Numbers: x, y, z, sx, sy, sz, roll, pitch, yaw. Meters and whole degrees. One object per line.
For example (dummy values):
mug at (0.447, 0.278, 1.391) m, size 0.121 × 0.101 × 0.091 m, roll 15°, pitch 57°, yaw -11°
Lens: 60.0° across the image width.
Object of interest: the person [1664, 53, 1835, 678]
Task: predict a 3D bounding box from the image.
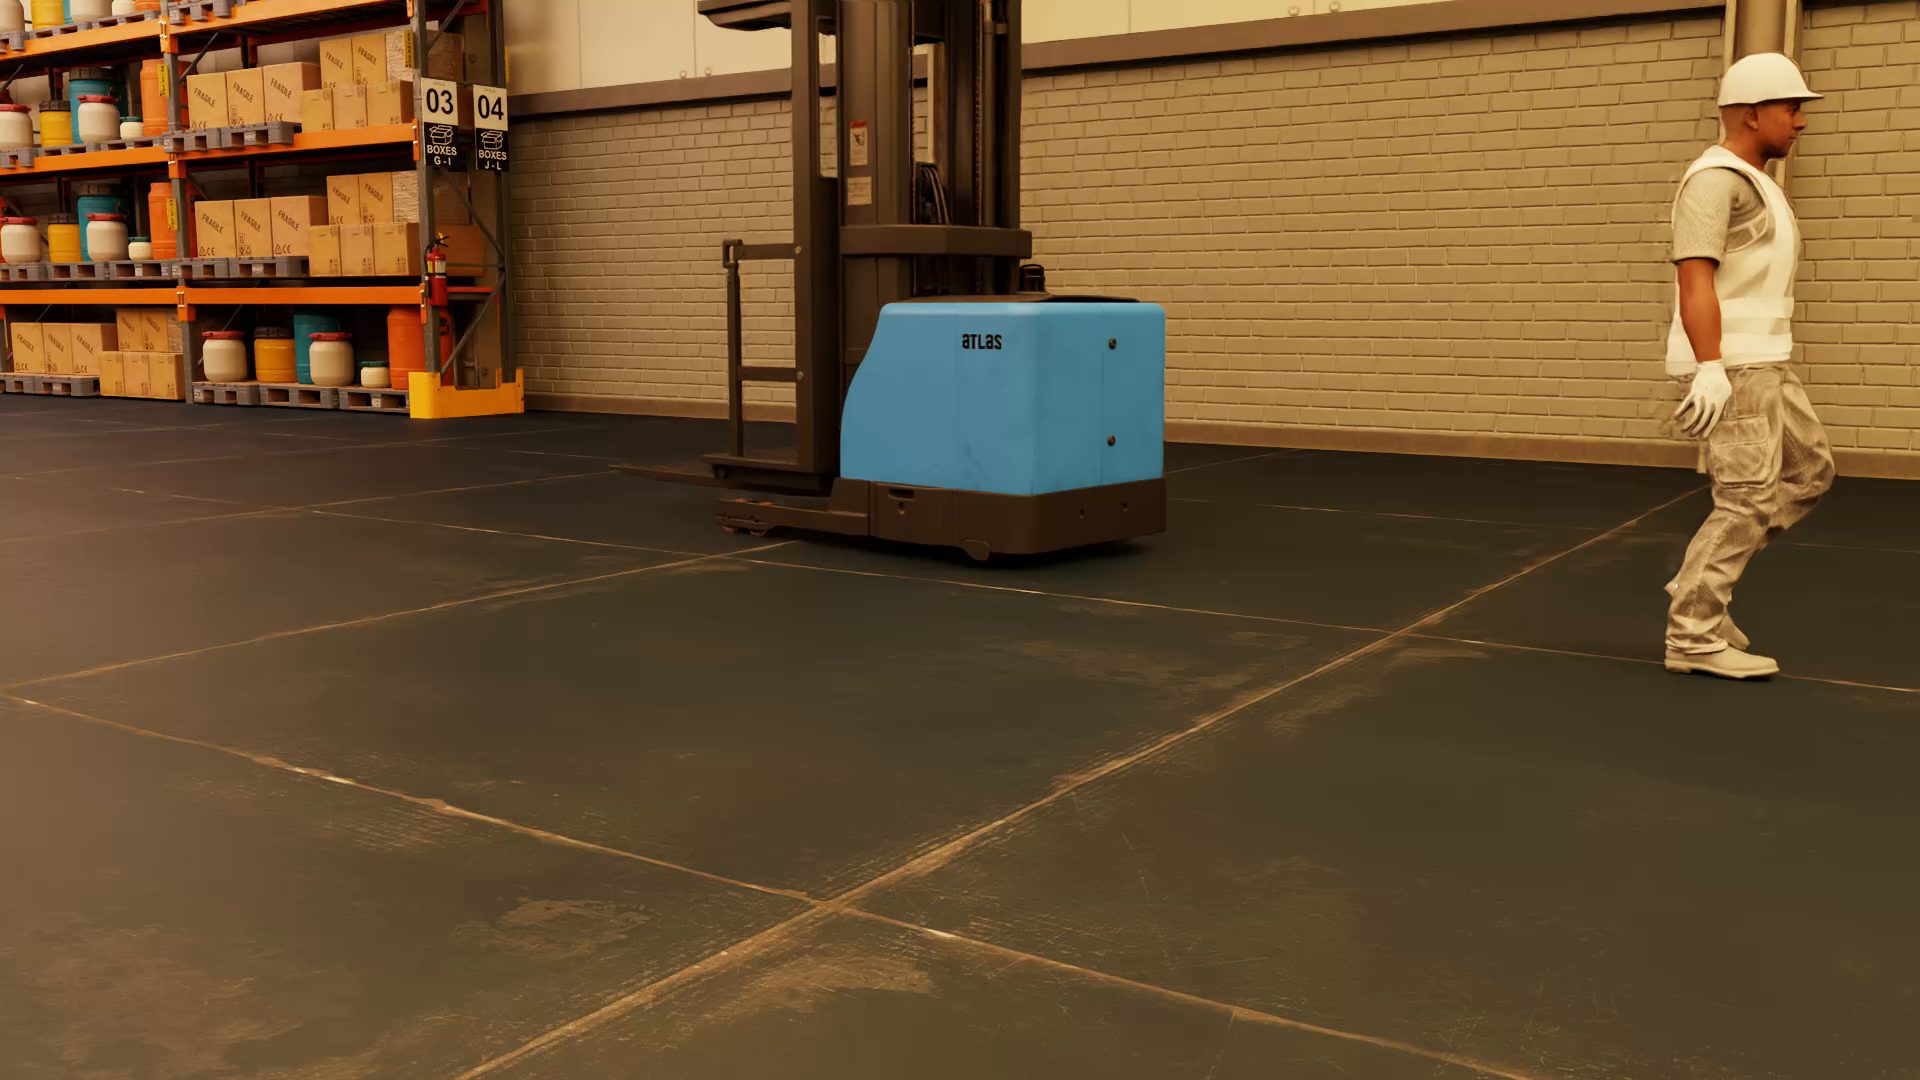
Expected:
person at (2.285, -0.490, 4.786) m, size 0.468 × 1.765 × 0.716 m, roll 4°, pitch 9°, yaw 26°

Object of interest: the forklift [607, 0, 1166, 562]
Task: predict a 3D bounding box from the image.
forklift at (-0.519, -1.512, 7.828) m, size 3.031 × 2.935 × 1.130 m, roll 7°, pitch 11°, yaw 42°
